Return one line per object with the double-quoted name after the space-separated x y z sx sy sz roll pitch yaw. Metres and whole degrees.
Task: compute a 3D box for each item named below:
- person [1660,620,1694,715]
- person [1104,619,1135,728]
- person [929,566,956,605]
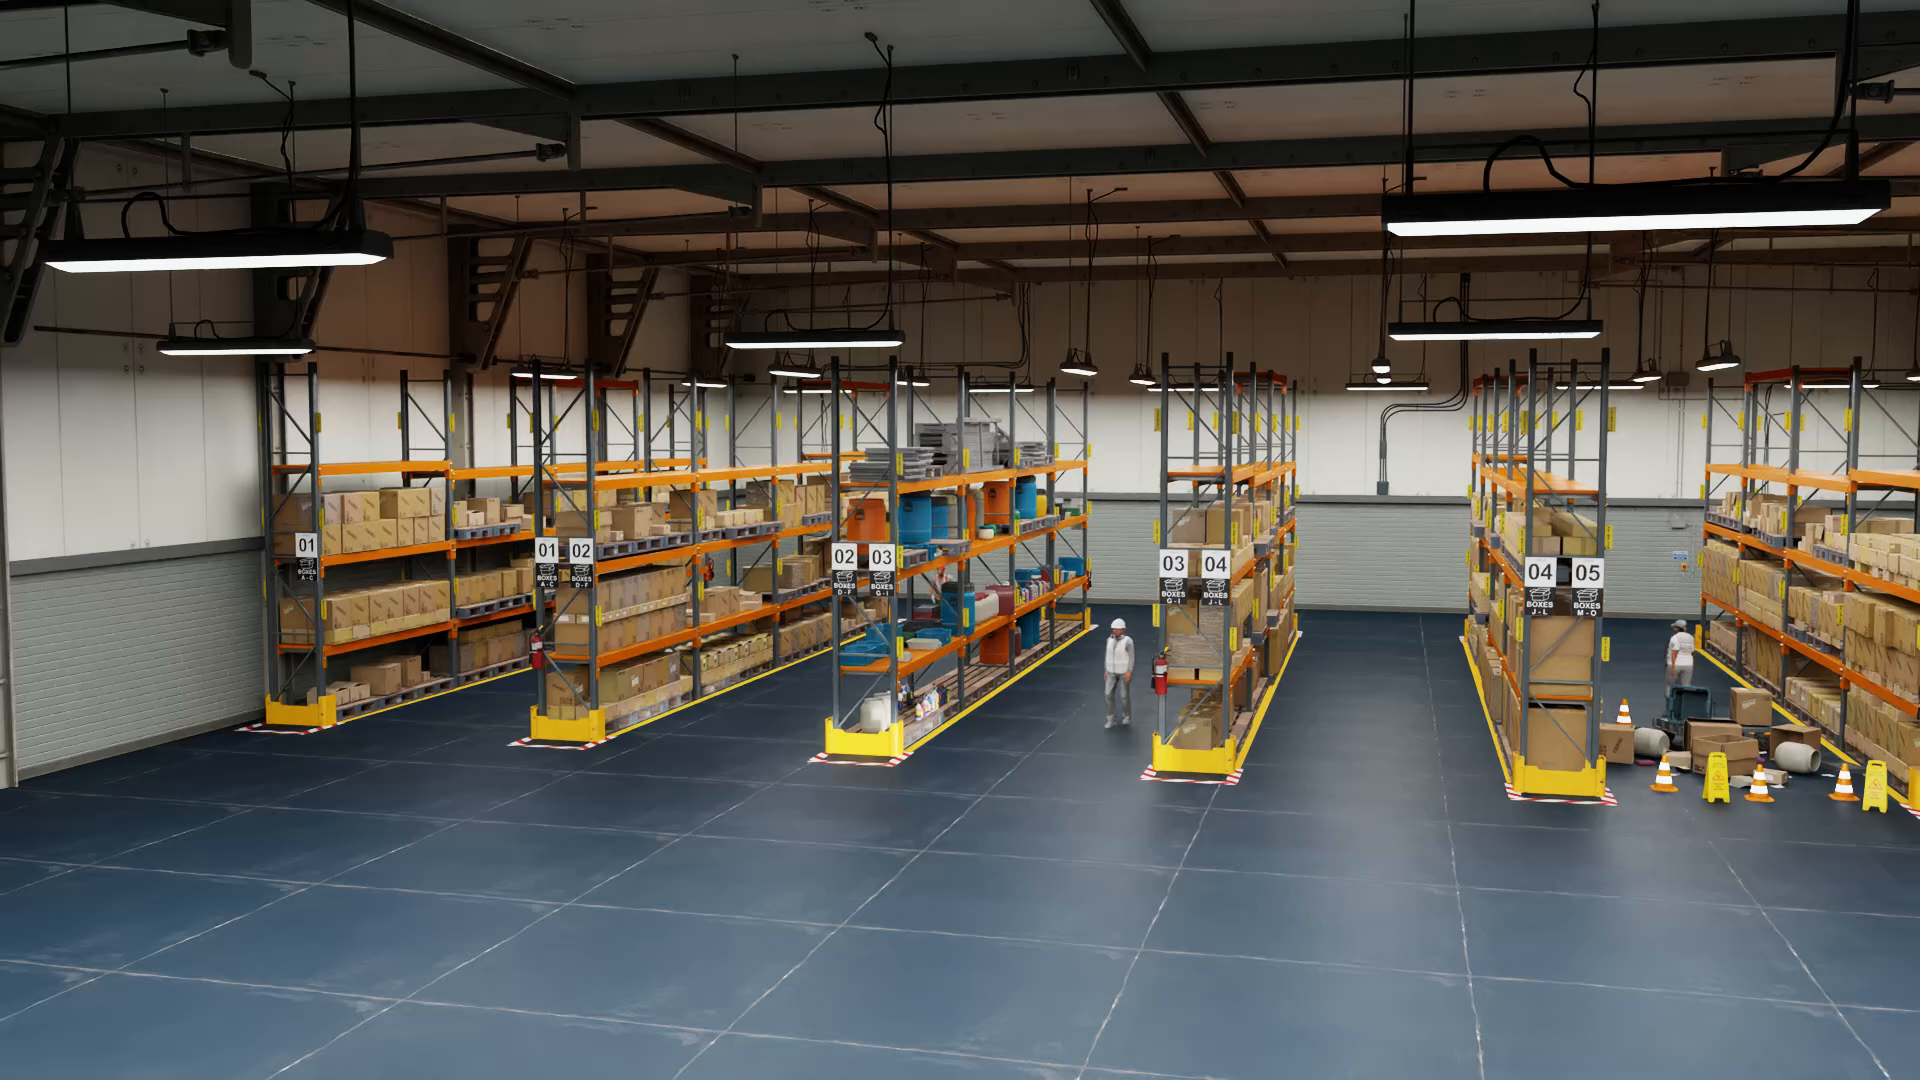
12.260 2.215 28.295 0.502 1.697 0.626 0 4 6 "person"
2.622 2.201 27.465 0.590 1.813 0.587 3 5 36 "person"
-0.405 1.397 39.384 0.672 1.683 0.636 2 4 22 "person"
